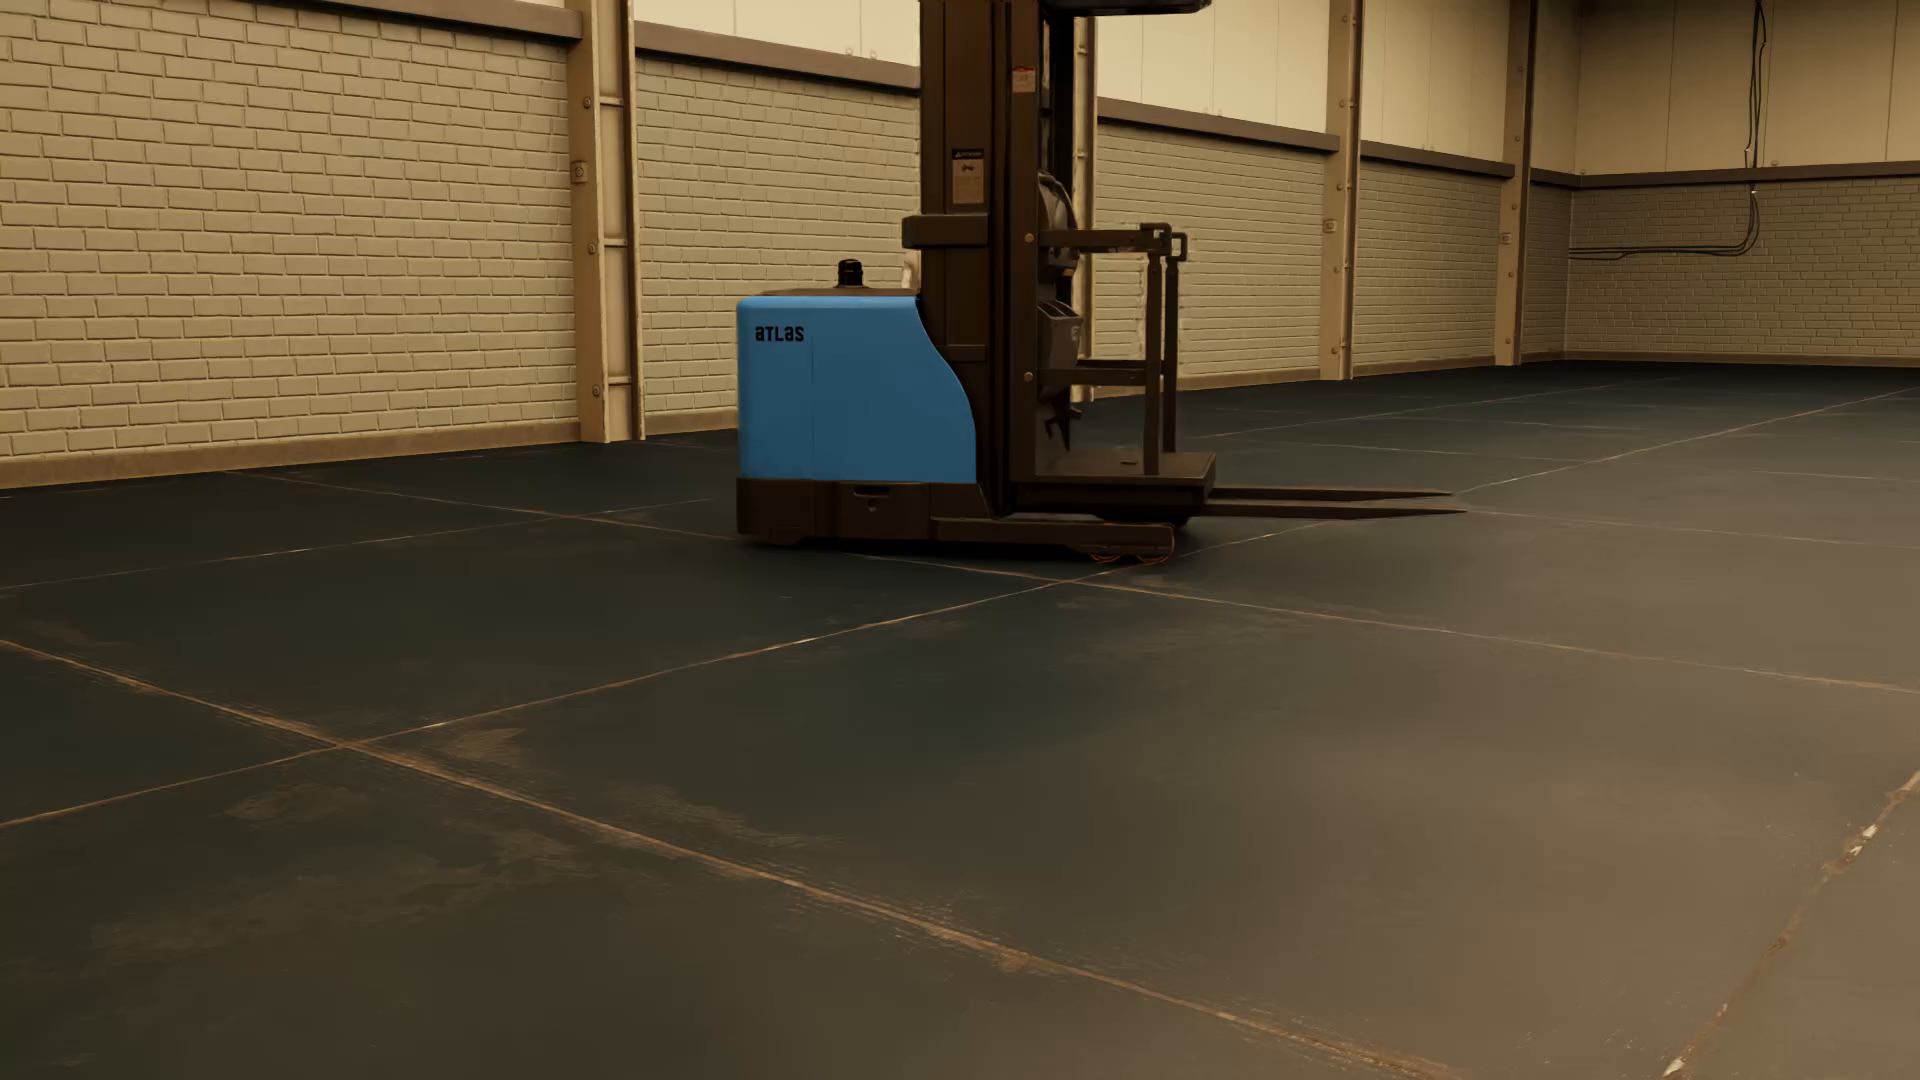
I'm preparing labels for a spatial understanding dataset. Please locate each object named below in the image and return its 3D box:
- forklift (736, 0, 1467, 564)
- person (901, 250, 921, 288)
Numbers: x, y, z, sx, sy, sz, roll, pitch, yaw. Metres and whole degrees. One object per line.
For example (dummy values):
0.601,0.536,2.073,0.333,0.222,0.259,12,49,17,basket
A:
0.609,-1.435,7.089,3.031,2.935,1.130,2,8,11,forklift
-0.161,-1.234,10.342,0.473,1.592,0.347,-1,8,-4,person
